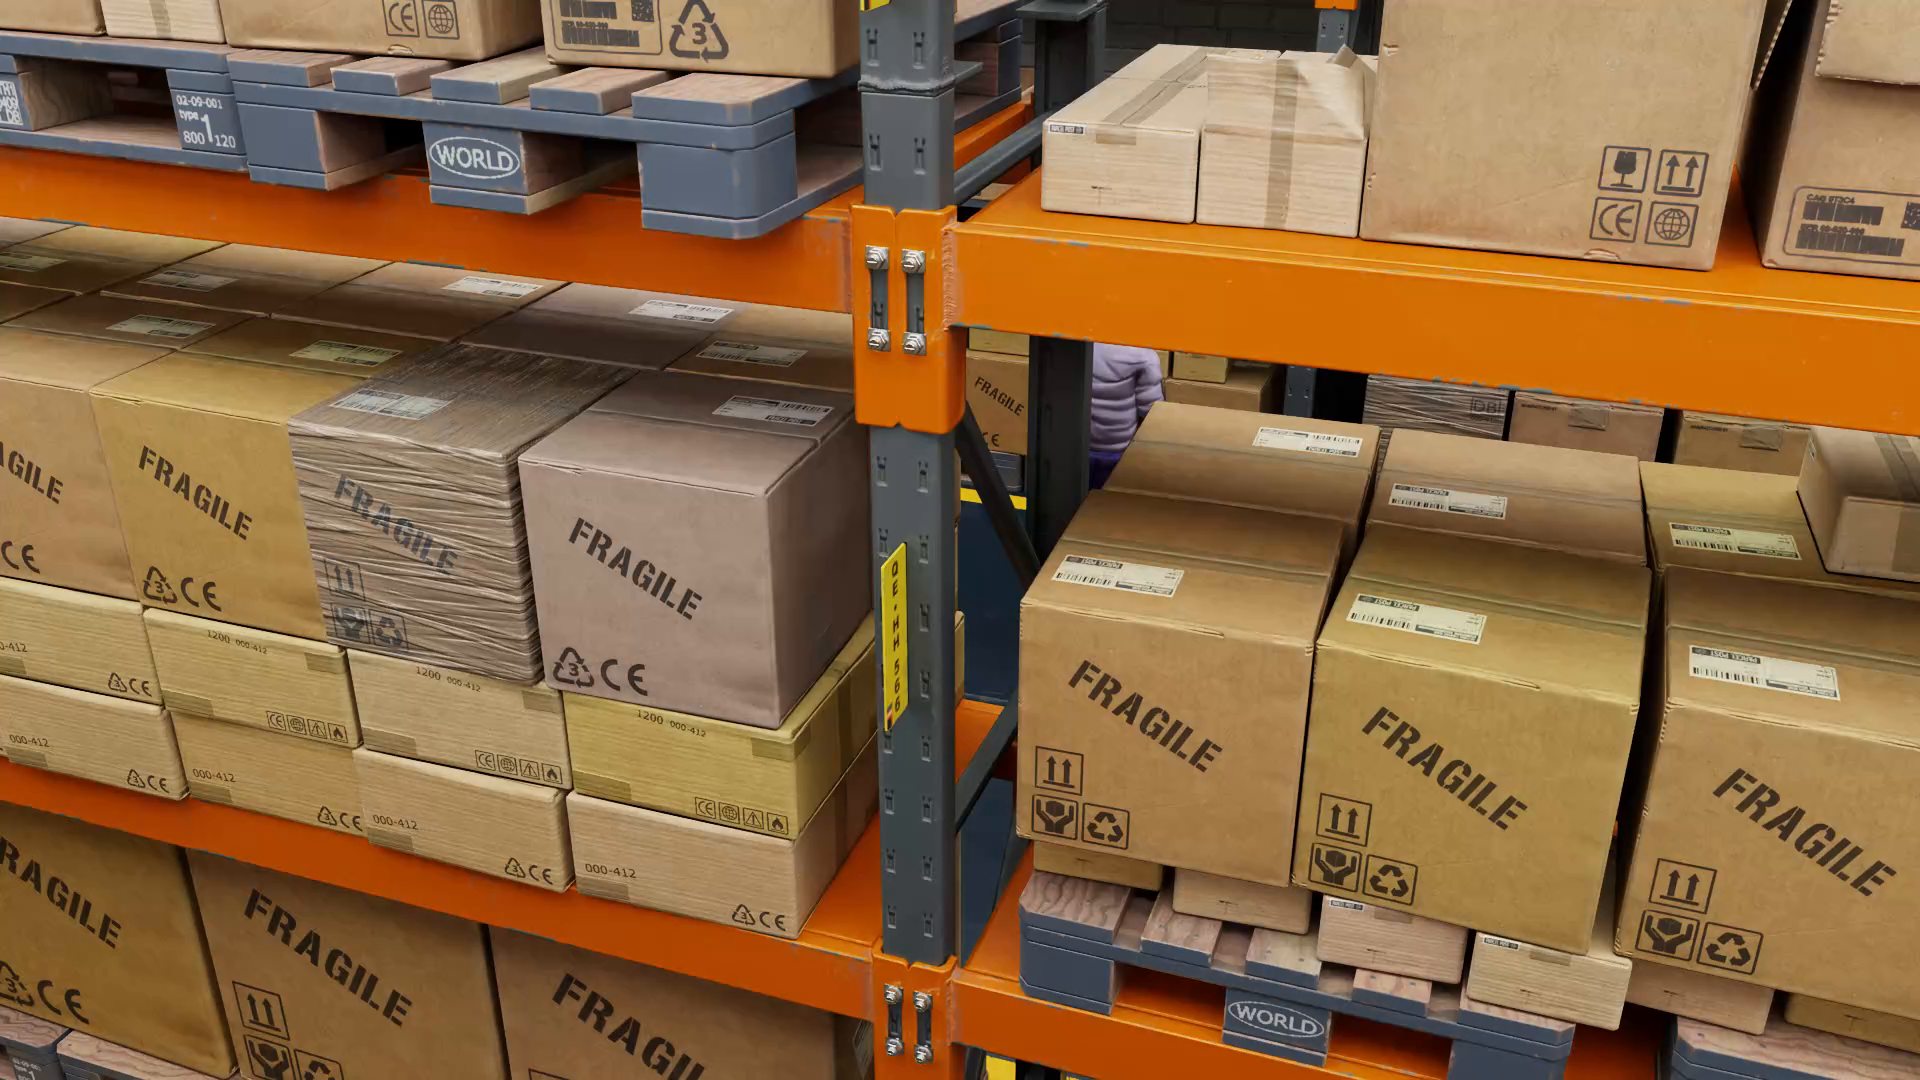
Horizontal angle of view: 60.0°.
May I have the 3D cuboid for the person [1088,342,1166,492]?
[{"bbox_3d":[0.577,-0.248,6.633,0.537,1.651,0.373,9,27,17],"label":"person"}]
